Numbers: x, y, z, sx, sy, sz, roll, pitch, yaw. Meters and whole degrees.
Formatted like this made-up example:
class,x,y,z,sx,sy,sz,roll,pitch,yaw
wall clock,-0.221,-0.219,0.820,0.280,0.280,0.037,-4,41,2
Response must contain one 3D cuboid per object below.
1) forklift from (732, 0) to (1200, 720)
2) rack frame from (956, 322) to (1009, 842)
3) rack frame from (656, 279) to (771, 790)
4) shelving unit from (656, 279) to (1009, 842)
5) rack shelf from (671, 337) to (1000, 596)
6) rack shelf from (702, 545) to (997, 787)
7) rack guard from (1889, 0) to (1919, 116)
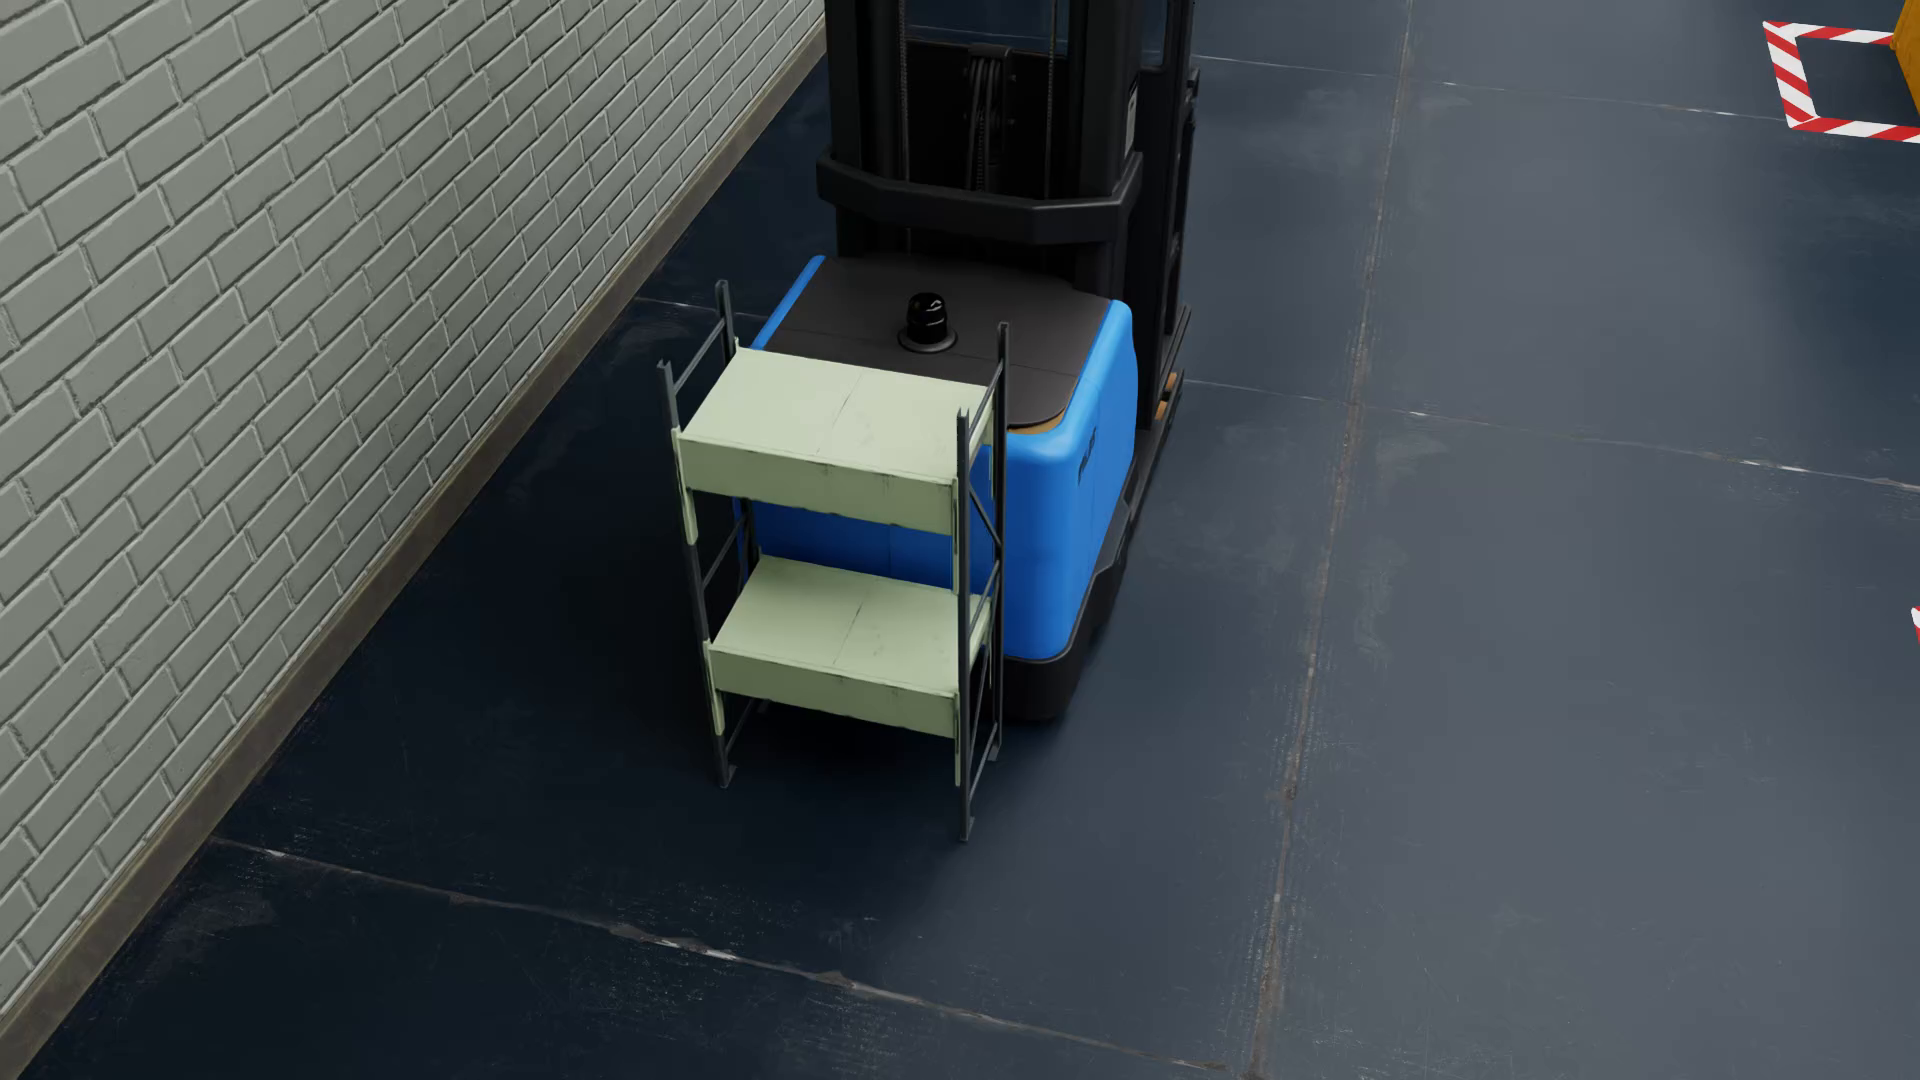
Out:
class,x,y,z,sx,sy,sz,roll,pitch,yaw
forklift,0.219,-1.538,5.302,1.130,2.935,3.031,11,41,12
rack frame,0.059,0.164,4.382,0.023,1.500,0.400,10,42,12
rack frame,-0.646,0.037,4.534,0.023,1.500,0.400,10,42,12
shelving unit,-0.293,0.101,4.458,0.755,1.500,0.431,10,42,12
rack shelf,-0.295,-0.194,4.203,0.720,0.370,0.431,10,42,12
rack shelf,-0.292,0.347,4.672,0.720,0.370,0.431,10,42,12
rack guard,5.008,-2.489,8.325,0.348,0.500,1.175,10,41,11
